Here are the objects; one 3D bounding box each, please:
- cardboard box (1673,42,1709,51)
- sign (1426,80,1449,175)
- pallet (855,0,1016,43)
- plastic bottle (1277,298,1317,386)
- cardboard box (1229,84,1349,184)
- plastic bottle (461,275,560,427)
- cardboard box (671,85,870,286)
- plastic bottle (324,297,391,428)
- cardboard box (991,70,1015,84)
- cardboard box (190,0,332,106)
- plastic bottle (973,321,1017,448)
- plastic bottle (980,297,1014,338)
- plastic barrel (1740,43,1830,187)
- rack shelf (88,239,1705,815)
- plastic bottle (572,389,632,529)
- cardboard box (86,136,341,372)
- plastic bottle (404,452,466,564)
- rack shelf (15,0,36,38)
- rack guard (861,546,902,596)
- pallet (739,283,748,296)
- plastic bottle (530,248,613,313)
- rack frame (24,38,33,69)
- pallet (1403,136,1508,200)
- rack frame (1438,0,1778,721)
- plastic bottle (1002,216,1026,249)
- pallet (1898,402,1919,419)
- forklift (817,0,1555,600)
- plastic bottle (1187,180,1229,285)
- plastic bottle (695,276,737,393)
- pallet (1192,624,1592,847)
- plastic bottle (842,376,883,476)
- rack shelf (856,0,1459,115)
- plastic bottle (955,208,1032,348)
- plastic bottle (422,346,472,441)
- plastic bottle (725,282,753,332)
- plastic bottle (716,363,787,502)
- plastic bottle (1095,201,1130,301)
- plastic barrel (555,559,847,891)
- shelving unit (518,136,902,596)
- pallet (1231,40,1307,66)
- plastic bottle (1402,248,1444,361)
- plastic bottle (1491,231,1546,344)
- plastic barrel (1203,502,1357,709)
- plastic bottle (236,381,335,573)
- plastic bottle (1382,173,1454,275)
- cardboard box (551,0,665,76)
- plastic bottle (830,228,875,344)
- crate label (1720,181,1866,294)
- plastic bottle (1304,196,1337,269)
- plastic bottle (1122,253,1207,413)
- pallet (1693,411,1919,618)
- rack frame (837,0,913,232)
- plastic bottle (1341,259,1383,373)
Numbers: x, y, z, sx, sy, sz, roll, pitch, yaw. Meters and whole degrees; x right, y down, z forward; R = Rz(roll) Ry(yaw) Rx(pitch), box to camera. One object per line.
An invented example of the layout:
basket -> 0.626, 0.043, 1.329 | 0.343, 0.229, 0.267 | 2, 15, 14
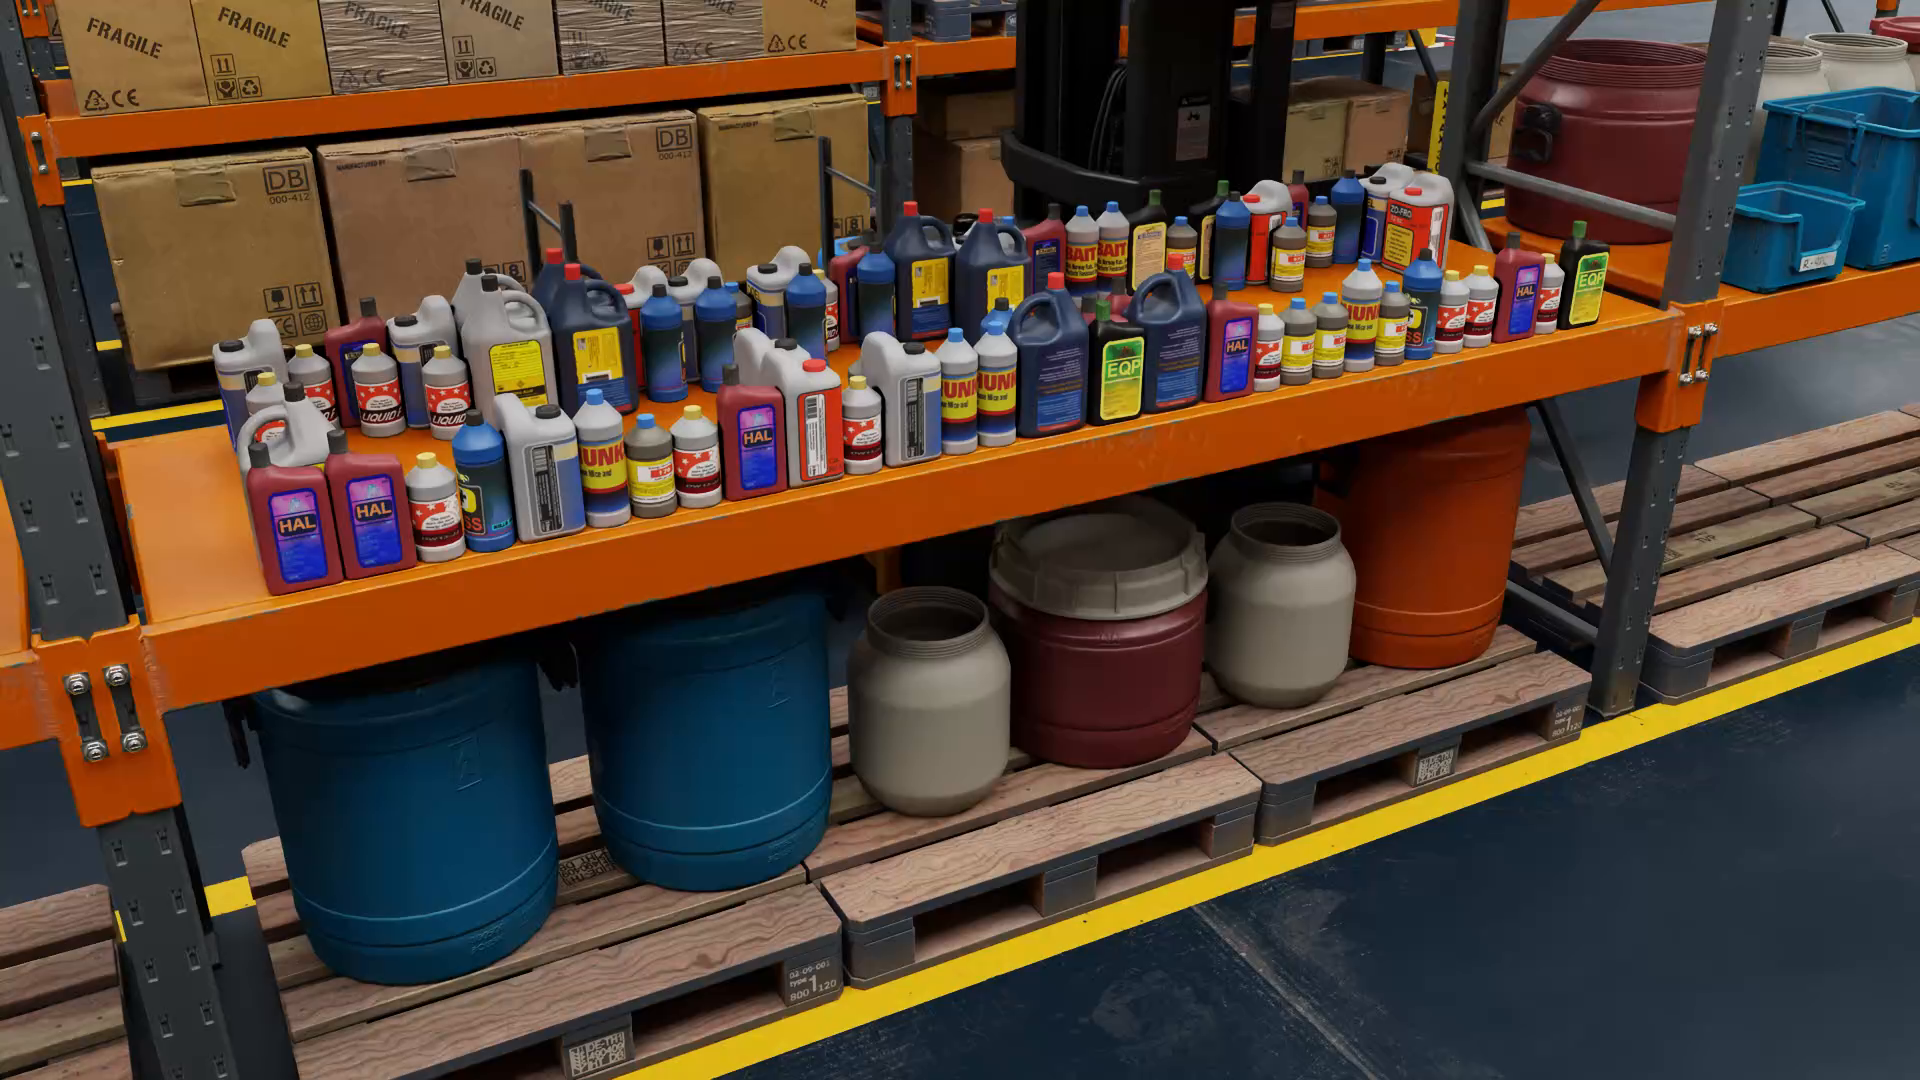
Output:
cardboard box -> 5.454, -3.329, 12.122 | 0.500, 0.500, 0.500 | -6, 26, -12
sign -> 1.530, -1.284, 5.270 | 0.005, 0.325, 0.100 | -13, 29, -25
pallet -> 0.044, -2.992, 9.239 | 1.003, 0.211, 1.213 | -13, 29, -25
plastic bottle -> 0.810, -0.484, 4.022 | 0.097, 0.201, 0.097 | 0, 26, 0
cardboard box -> 2.013, -2.573, 10.522 | 0.500, 0.500, 0.700 | -13, 29, -25
plastic bottle -> -1.009, -0.422, 3.720 | 0.185, 0.351, 0.144 | -13, 29, -25
cardboard box -> -1.154, -1.992, 8.903 | 0.875, 0.875, 1.225 | -14, 29, -27
plastic bottle -> -1.356, -0.403, 3.758 | 0.133, 0.283, 0.061 | -13, 29, -25
cardboard box -> 0.505, -2.563, 9.635 | 0.500, 0.250, 0.500 | -10, 27, -19
cardboard box -> -3.098, -2.224, 7.302 | 0.500, 0.500, 0.500 | -13, 29, -25
plastic bottle -> 0.077, -0.346, 3.655 | 0.097, 0.271, 0.097 | 0, 26, 0
plastic bottle -> 0.095, -0.421, 3.811 | 0.097, 0.271, 0.097 | 0, 26, 0
plastic barrel -> 2.603, -1.343, 5.453 | 0.421, 0.512, 0.421 | 0, 26, 0
rack shelf -> 0.031, -0.270, 4.178 | 4.000, 0.370, 1.077 | -13, 29, -25
plastic bottle -> -0.708, -0.165, 3.277 | 0.097, 0.271, 0.097 | 0, 26, 0
cardboard box -> -3.509, -1.448, 7.770 | 0.875, 0.875, 1.225 | -13, 29, -25
plastic bottle -> -0.999, -0.067, 3.153 | 0.097, 0.201, 0.097 | 0, 26, 0
rack shelf -> -8.074, -3.262, 10.409 | 4.000, 0.370, 1.077 | -13, 29, -25
rack guard -> -0.369, -0.028, 6.021 | 0.087, 0.250, 0.587 | -13, 28, -25
pallet -> -1.266, -1.504, 9.139 | 1.213, 0.211, 1.003 | -13, 29, -25
plastic bottle -> -0.914, -0.514, 3.913 | 0.185, 0.351, 0.144 | -13, 29, -25
rack frame -> -8.728, -5.863, 14.996 | 0.127, 3.000, 1.000 | -13, 29, -25
pallet -> 3.570, -2.601, 11.424 | 1.213, 0.211, 1.003 | -13, 29, -25
rack frame -> 1.796, -1.002, 4.870 | 0.127, 3.000, 1.000 | -13, 29, -25
plastic bottle -> 0.127, -0.730, 4.455 | 0.097, 0.271, 0.097 | 0, 26, 0
pallet -> 4.650, -0.384, 6.807 | 1.213, 0.211, 1.003 | -13, 29, -25
forklift -> 1.015, -1.553, 6.098 | 3.031, 2.935, 1.130 | -13, 28, -25
plastic bottle -> 0.714, -0.880, 4.752 | 0.133, 0.283, 0.061 | -13, 29, -25
plastic bottle -> -0.577, -0.493, 3.960 | 0.097, 0.271, 0.097 | 0, 26, 0
pallet -> 1.120, 0.432, 5.106 | 1.213, 0.211, 1.003 | -13, 29, -25
plastic bottle -> -0.214, -0.248, 3.530 | 0.097, 0.201, 0.097 | 0, 26, 0
rack shelf -> 1.230, -2.976, 9.814 | 4.000, 0.370, 1.077 | -13, 29, -25
plastic bottle -> 0.085, -0.671, 4.238 | 0.185, 0.351, 0.144 | -13, 29, -25
plastic bottle -> -1.141, -0.332, 3.705 | 0.097, 0.201, 0.097 | 0, 26, 0
plastic bottle -> -0.563, -0.540, 4.138 | 0.097, 0.201, 0.097 | 0, 26, 0
plastic bottle -> -0.426, -0.227, 3.392 | 0.133, 0.283, 0.061 | -13, 29, -25
plastic bottle -> 0.417, -0.797, 4.594 | 0.097, 0.271, 0.097 | 0, 26, 0
plastic barrel -> -0.621, 0.321, 4.055 | 0.708, 0.901, 0.600 | -13, 29, -25
shelving unit -> -0.810, -0.491, 5.541 | 1.083, 1.500, 0.587 | -13, 28, -25
pallet -> 2.535, -4.741, 15.880 | 1.213, 0.211, 1.003 | -13, 29, -25
plastic bottle -> 1.154, -0.595, 4.172 | 0.097, 0.271, 0.097 | 0, 26, 0
plastic bottle -> 1.436, -0.657, 4.287 | 0.133, 0.283, 0.061 | -13, 29, -25
plastic barrel -> 0.916, 0.186, 4.786 | 0.421, 0.512, 0.421 | 0, 26, 0
plastic bottle -> -1.235, -0.121, 3.093 | 0.185, 0.351, 0.144 | -13, 29, -25
plastic bottle -> 1.333, -0.923, 4.850 | 0.135, 0.276, 0.152 | -13, 29, -25
cardboard box -> -1.753, -2.537, 7.952 | 0.500, 0.500, 0.500 | -14, 29, -27
plastic bottle -> -0.265, -0.654, 4.282 | 0.133, 0.283, 0.061 | -13, 29, -25
crate label -> 2.344, -0.869, 4.787 | 0.416, 0.233, 0.303 | -13, 29, -25
plastic bottle -> 1.061, -0.914, 4.918 | 0.097, 0.201, 0.097 | 0, 26, 0
plastic bottle -> 0.471, -0.485, 3.851 | 0.185, 0.351, 0.144 | -13, 29, -25
pallet -> 3.572, -0.134, 6.286 | 1.213, 0.211, 1.003 | -13, 29, -25
rack frame -> -0.535, -2.893, 8.810 | 0.127, 3.000, 1.000 | -13, 29, -25
plastic bottle -> 0.982, -0.555, 4.090 | 0.097, 0.271, 0.097 | 0, 26, 0
